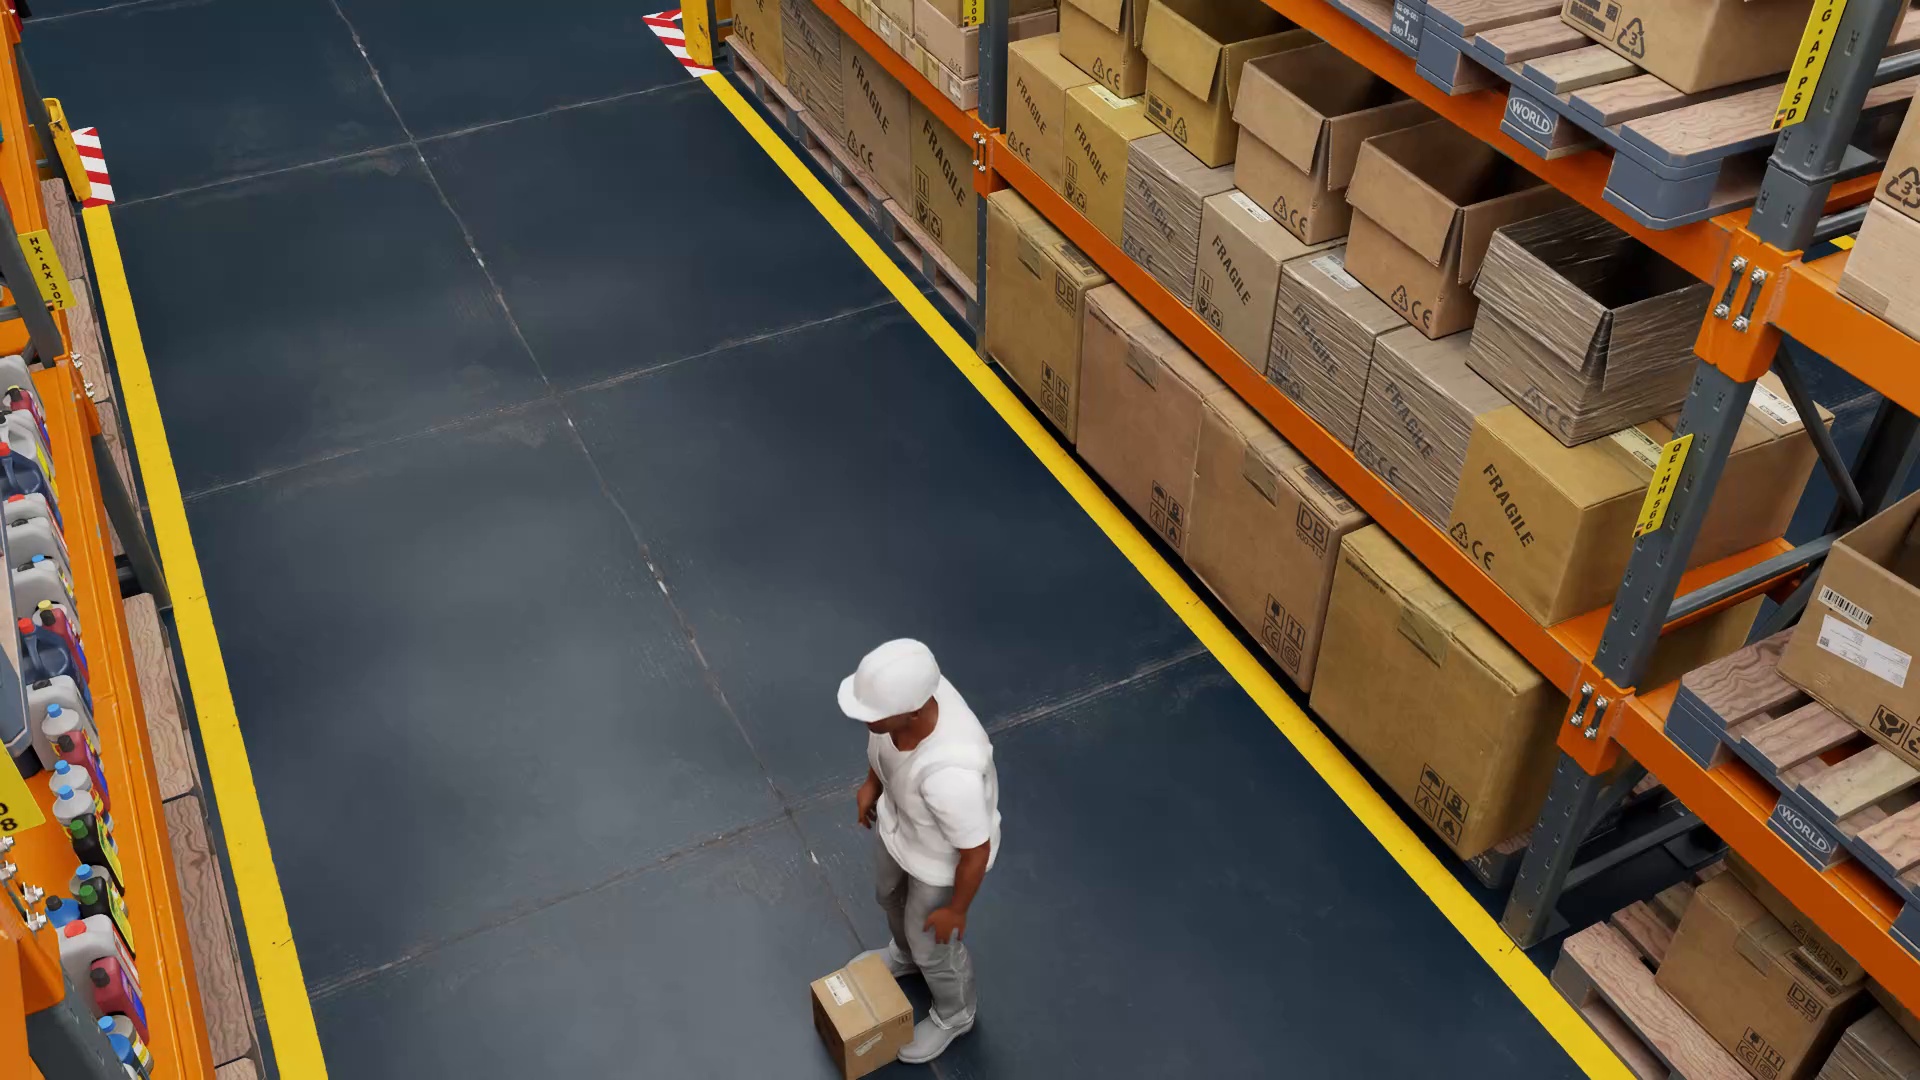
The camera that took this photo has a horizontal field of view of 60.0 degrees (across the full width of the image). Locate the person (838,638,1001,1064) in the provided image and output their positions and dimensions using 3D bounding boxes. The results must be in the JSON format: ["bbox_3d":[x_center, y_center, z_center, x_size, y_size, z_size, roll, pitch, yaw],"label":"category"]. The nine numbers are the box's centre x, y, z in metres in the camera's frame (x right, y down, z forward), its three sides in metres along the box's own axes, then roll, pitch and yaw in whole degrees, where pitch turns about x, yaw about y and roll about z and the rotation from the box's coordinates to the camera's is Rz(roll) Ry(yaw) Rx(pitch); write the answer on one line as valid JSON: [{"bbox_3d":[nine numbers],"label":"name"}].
[{"bbox_3d":[-0.128,0.928,5.078,0.457,1.760,0.626,-19,44,-20],"label":"person"}]
